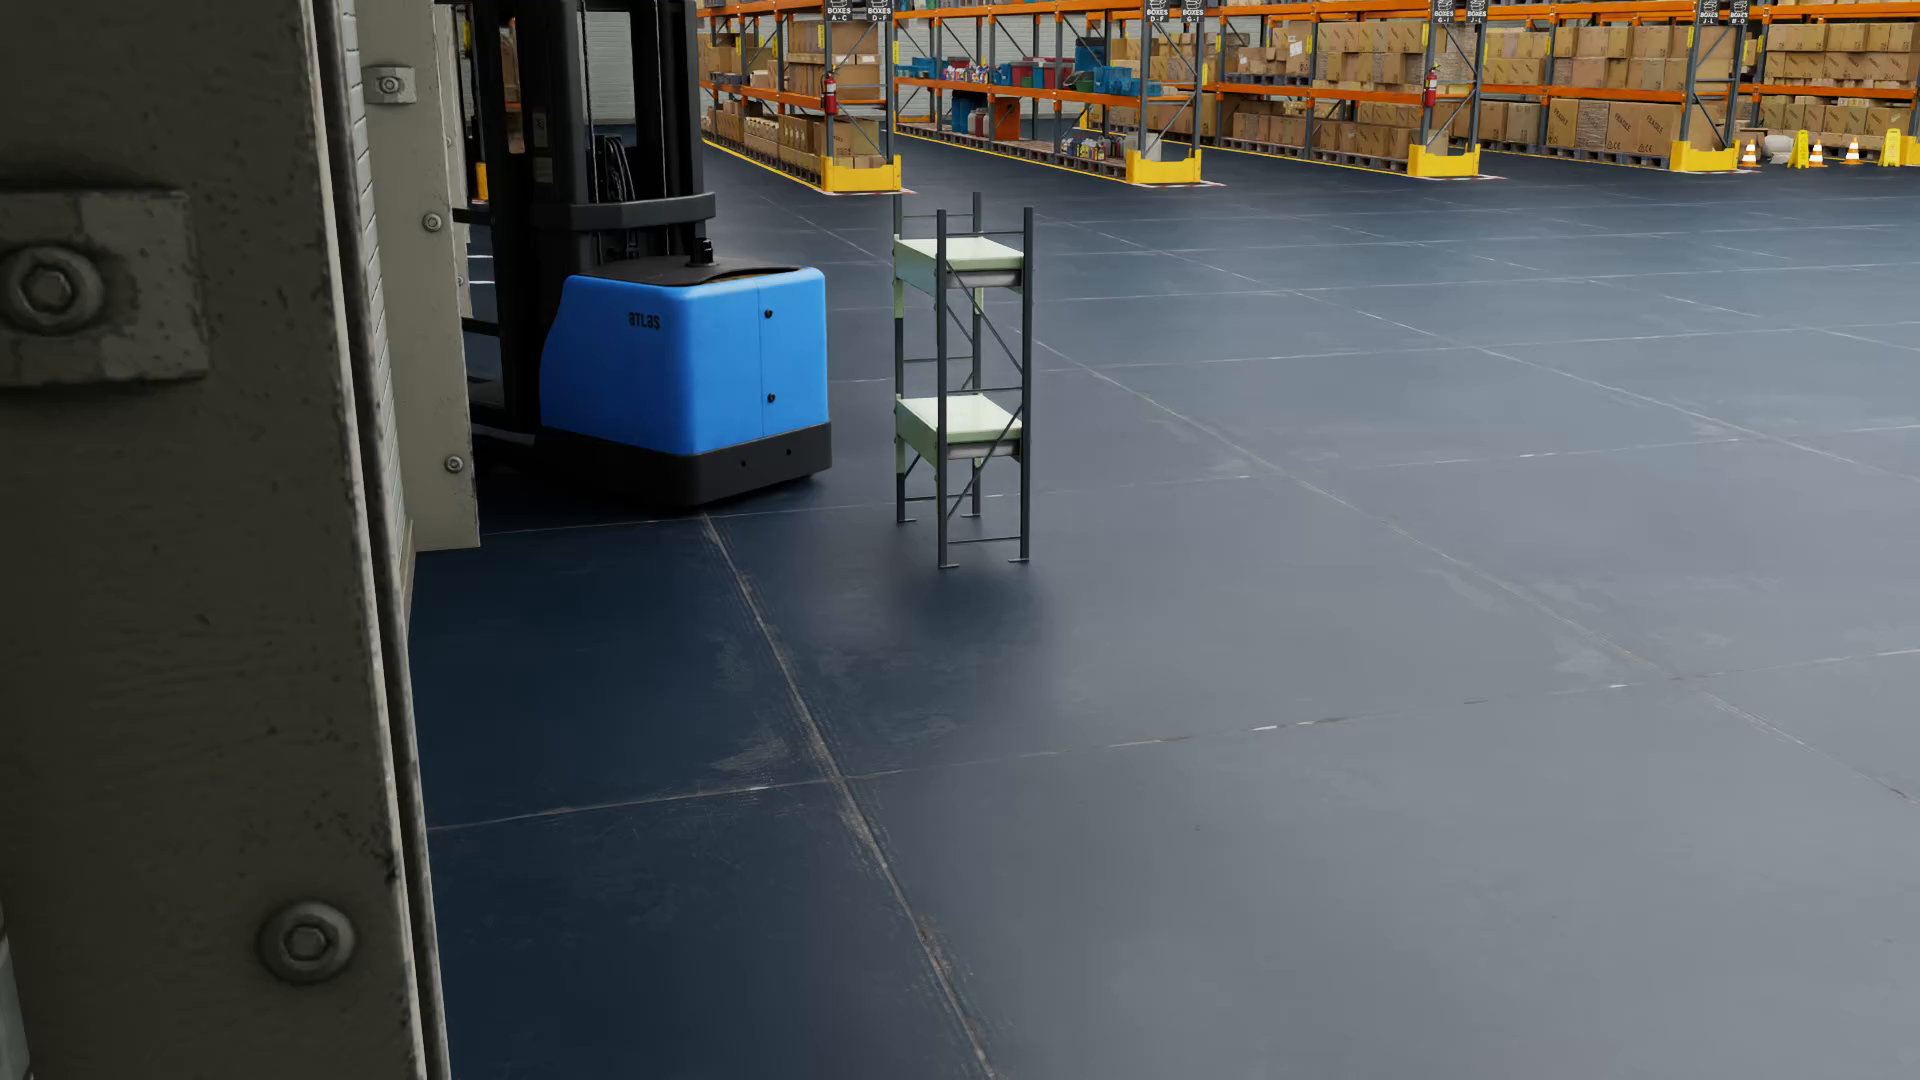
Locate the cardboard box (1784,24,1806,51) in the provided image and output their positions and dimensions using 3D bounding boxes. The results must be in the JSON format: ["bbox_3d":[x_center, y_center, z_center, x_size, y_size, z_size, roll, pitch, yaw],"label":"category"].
[{"bbox_3d":[16.501,-9.755,32.285,0.700,0.500,0.500,-5,17,-15],"label":"cardboard box"}]

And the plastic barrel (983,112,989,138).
[{"bbox_3d":[0.687,-8.592,34.436,0.421,0.512,0.421,0,17,0],"label":"plastic barrel"}]

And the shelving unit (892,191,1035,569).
[{"bbox_3d":[0.002,-0.716,7.230,0.431,1.500,0.755,-5,17,-15],"label":"shelving unit"}]

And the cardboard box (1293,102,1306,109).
[{"bbox_3d":[8.609,-10.931,41.819,0.380,0.149,0.250,-4,17,-13],"label":"cardboard box"}]

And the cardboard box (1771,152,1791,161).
[{"bbox_3d":[15.266,-7.099,30.826,0.380,0.149,0.250,4,17,13],"label":"cardboard box"}]

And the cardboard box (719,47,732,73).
[{"bbox_3d":[-4.619,-9.930,34.393,0.700,0.500,0.500,-2,17,-6],"label":"cardboard box"}]

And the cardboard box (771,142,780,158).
[{"bbox_3d":[-2.978,-6.778,28.853,0.500,0.250,0.500,-5,17,-16],"label":"cardboard box"}]

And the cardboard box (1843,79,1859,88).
[{"bbox_3d":[16.841,-8.576,31.225,0.380,0.149,0.250,-5,17,-16],"label":"cardboard box"}]

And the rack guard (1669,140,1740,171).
[{"bbox_3d":[12.843,-6.638,28.683,1.175,0.500,0.348,-5,17,-15],"label":"rack guard"}]

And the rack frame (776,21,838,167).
[{"bbox_3d":[-2.585,-7.802,28.213,1.000,3.000,0.127,-5,17,-15],"label":"rack frame"}]

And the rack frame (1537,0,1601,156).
[{"bbox_3d":[11.737,-8.949,32.029,1.000,3.000,0.127,-5,17,-15],"label":"rack frame"}]

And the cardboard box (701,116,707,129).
[{"bbox_3d":[-5.732,-9.566,38.099,0.500,0.250,0.500,-5,17,-15],"label":"cardboard box"}]

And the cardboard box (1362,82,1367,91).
[{"bbox_3d":[7.248,-7.902,28.979,0.380,0.149,0.250,-5,17,-15],"label":"cardboard box"}]

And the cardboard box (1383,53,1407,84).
[{"bbox_3d":[7.662,-7.952,28.018,0.875,0.500,0.500,-5,17,-15],"label":"cardboard box"}]

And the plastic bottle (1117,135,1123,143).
[{"bbox_3d":[2.774,-6.837,28.839,0.144,0.351,0.185,-5,17,-16],"label":"plastic bottle"}]

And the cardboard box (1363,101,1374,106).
[{"bbox_3d":[9.636,-10.152,38.347,0.500,0.250,0.500,-4,17,-14],"label":"cardboard box"}]

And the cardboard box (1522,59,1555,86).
[{"bbox_3d":[11.337,-9.120,32.425,0.500,0.500,0.500,-5,17,-16],"label":"cardboard box"}]

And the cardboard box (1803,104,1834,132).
[{"bbox_3d":[16.671,-8.136,32.070,0.500,0.500,0.500,-4,17,-12],"label":"cardboard box"}]

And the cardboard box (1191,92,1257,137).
[{"bbox_3d":[5.672,-9.067,35.386,1.225,0.875,0.875,-6,18,-18],"label":"cardboard box"}]

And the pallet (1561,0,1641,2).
[{"bbox_3d":[11.952,-10.116,30.854,1.003,0.211,1.213,-5,17,-15],"label":"pallet"}]

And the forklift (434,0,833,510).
[{"bbox_3d":[-2.108,-1.872,8.590,3.031,2.935,1.130,13,21,37],"label":"forklift"}]

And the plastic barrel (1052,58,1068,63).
[{"bbox_3d":[1.924,-8.743,31.108,0.433,0.535,0.433,0,17,0],"label":"plastic barrel"}]

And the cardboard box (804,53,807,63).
[{"bbox_3d":[-2.269,-7.643,26.381,0.380,0.149,0.250,-5,17,-16],"label":"cardboard box"}]

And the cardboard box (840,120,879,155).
[{"bbox_3d":[-1.559,-6.243,25.769,0.500,0.500,0.500,-5,17,-15],"label":"cardboard box"}]

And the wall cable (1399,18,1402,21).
[{"bbox_3d":[12.959,-14.847,49.899,0.588,1.984,0.122,-5,17,-15],"label":"wall cable"}]

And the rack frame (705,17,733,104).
[{"bbox_3d":[-5.883,-11.122,39.263,1.000,3.000,0.127,-5,17,-15],"label":"rack frame"}]

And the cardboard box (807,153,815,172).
[{"bbox_3d":[-2.067,-5.842,25.738,0.500,0.250,0.500,-5,17,-15],"label":"cardboard box"}]

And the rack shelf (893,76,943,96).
[{"bbox_3d":[-0.570,-10.614,38.825,1.077,0.370,4.000,-5,17,-15],"label":"rack shelf"}]

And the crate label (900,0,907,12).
[{"bbox_3d":[-1.177,-12.597,39.218,0.408,0.251,0.502,-5,17,-15],"label":"crate label"}]

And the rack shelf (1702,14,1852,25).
[{"bbox_3d":[19.591,-12.513,39.932,1.077,0.370,4.000,-5,17,-15],"label":"rack shelf"}]

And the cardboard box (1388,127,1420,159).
[{"bbox_3d":[7.687,-6.819,28.553,0.500,0.500,0.500,0,17,-1],"label":"cardboard box"}]

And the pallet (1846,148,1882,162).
[{"bbox_3d":[17.358,-7.175,30.970,1.003,0.211,1.213,-5,17,-15],"label":"pallet"}]

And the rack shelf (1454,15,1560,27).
[{"bbox_3d":[13.721,-13.226,42.305,1.077,0.370,4.000,-5,17,-15],"label":"rack shelf"}]

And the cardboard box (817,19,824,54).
[{"bbox_3d":[-1.767,-7.655,25.293,0.700,0.500,0.500,-5,17,-17],"label":"cardboard box"}]

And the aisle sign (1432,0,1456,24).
[{"bbox_3d":[7.768,-8.682,26.623,0.394,0.787,0.004,-5,17,-15],"label":"aisle sign"}]

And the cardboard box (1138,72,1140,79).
[{"bbox_3d":[4.343,-10.735,38.414,0.380,0.149,0.250,-5,17,-15],"label":"cardboard box"}]

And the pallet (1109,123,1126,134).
[{"bbox_3d":[4.269,-10.016,40.431,1.003,0.211,1.213,-5,17,-15],"label":"pallet"}]

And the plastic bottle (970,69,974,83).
[{"bbox_3d":[0.243,-9.638,34.526,0.061,0.283,0.133,-5,17,-15],"label":"plastic bottle"}]

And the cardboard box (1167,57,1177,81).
[{"bbox_3d":[4.904,-10.421,36.756,0.500,0.500,0.500,-5,17,-17],"label":"cardboard box"}]

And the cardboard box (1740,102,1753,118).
[{"bbox_3d":[19.384,-10.398,40.468,0.500,0.500,0.500,-5,18,-17],"label":"cardboard box"}]

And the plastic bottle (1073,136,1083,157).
[{"bbox_3d":[2.053,-6.827,28.804,0.144,0.351,0.185,-5,18,-18],"label":"plastic bottle"}]

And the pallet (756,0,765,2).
[{"bbox_3d":[-3.102,-9.765,29.861,1.003,0.211,1.213,-4,17,-13],"label":"pallet"}]

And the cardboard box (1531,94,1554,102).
[{"bbox_3d":[14.518,-10.599,40.487,0.875,0.875,0.875,-4,17,-14],"label":"cardboard box"}]

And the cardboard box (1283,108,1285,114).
[{"bbox_3d":[8.358,-11.001,42.569,0.380,0.149,0.250,-5,17,-16],"label":"cardboard box"}]

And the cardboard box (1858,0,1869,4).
[{"bbox_3d":[16.876,-10.011,30.787,0.380,0.149,0.250,-5,17,-17],"label":"cardboard box"}]

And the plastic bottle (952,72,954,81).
[{"bbox_3d":[-0.127,-9.990,35.841,0.097,0.201,0.097,0,17,0],"label":"plastic bottle"}]

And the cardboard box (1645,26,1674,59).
[{"bbox_3d":[12.532,-8.682,29.003,0.875,0.550,0.550,-5,17,-15],"label":"cardboard box"}]

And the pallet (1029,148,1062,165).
[{"bbox_3d":[1.925,-7.072,30.627,1.003,0.211,1.213,-5,17,-15],"label":"pallet"}]

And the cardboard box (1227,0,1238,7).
[{"bbox_3d":[5.726,-10.906,33.590,0.500,0.250,0.500,-4,17,-14],"label":"cardboard box"}]

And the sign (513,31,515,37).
[{"bbox_3d":[-10.120,-11.436,37.885,0.100,0.325,0.005,-5,17,-15],"label":"sign"}]
